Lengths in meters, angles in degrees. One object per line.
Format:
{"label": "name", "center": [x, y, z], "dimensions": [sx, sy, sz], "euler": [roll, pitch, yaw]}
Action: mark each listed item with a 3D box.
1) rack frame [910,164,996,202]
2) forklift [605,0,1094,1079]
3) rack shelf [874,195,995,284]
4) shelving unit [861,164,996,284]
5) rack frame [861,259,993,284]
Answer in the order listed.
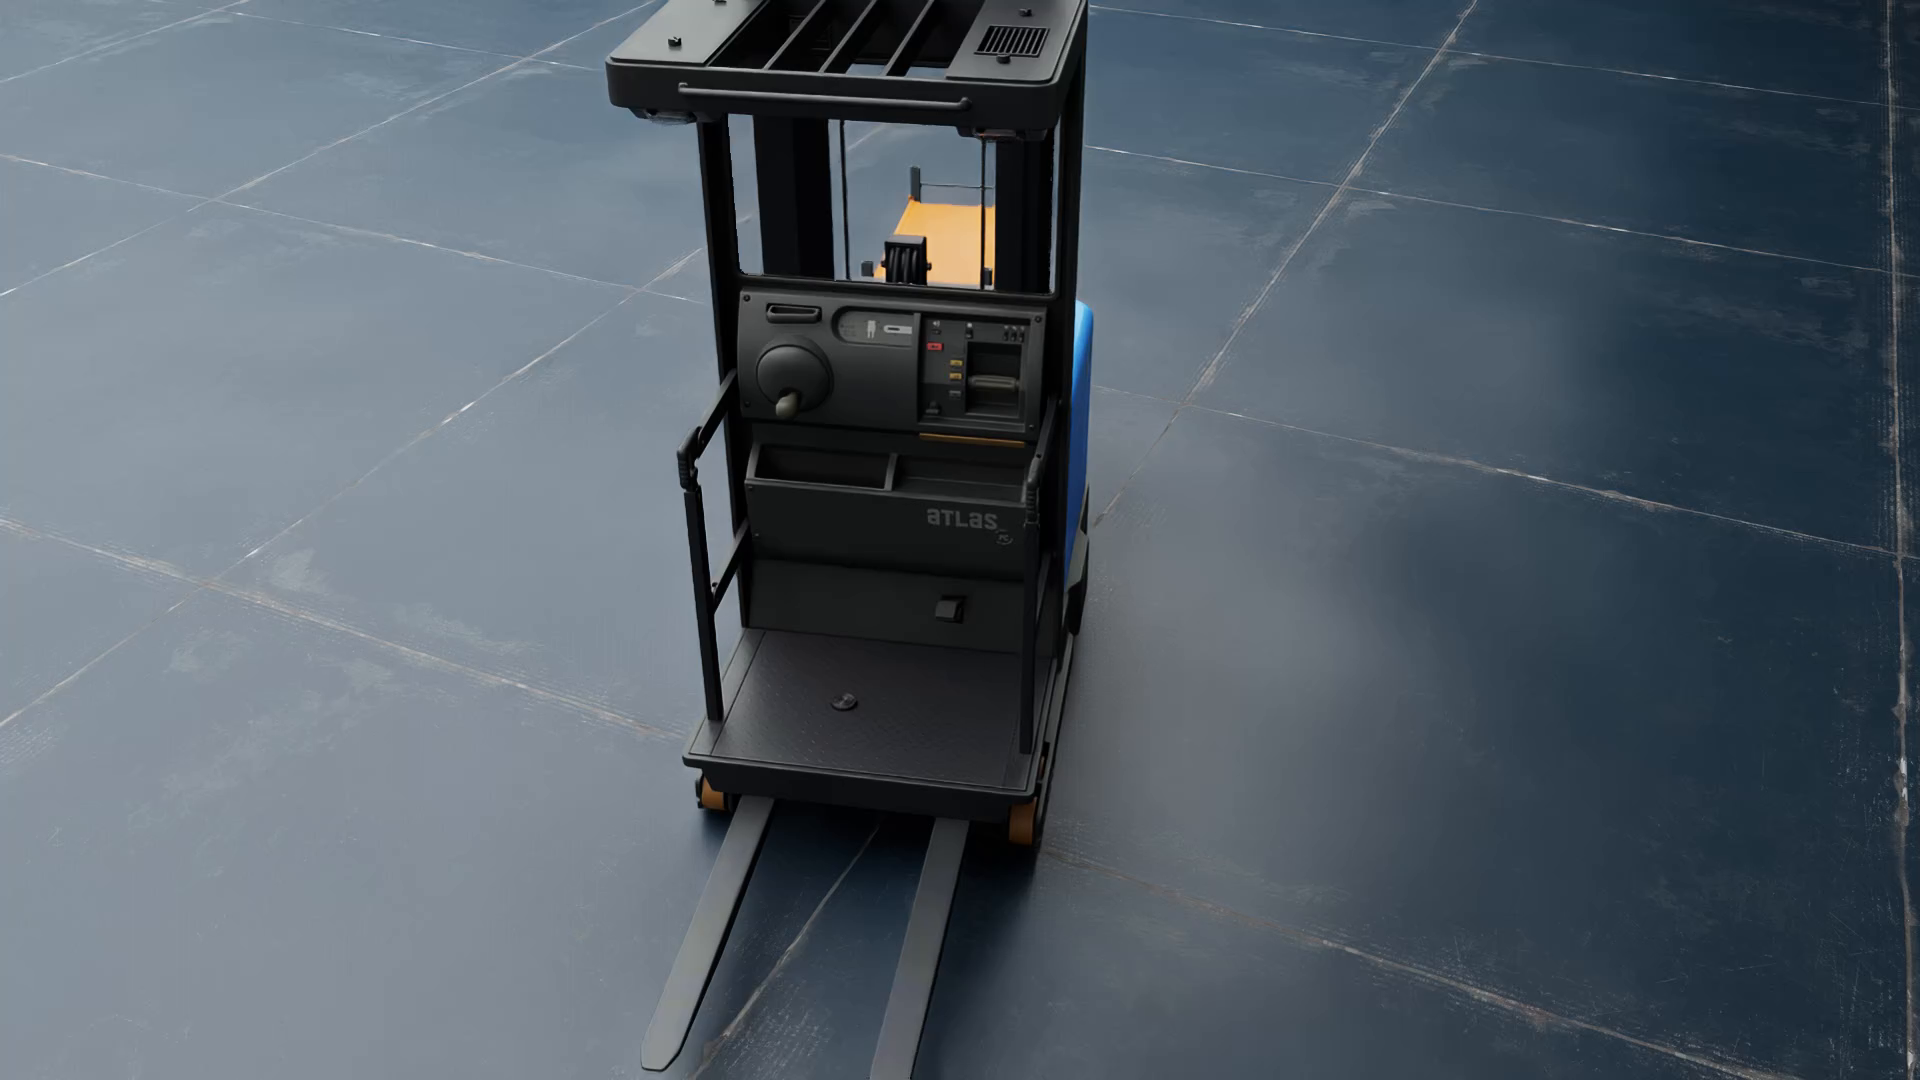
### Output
{"label": "rack frame", "center": [0.035, -1.122, 7.436], "dimensions": [0.500, 1.125, 0.032], "euler": [5, 34, 8]}
{"label": "forklift", "center": [-0.242, -0.471, 4.796], "dimensions": [1.130, 2.935, 3.031], "euler": [5, 34, 8]}
{"label": "rack shelf", "center": [-0.045, -1.092, 6.856], "dimensions": [0.538, 0.278, 1.000], "euler": [5, 34, 8]}
{"label": "shelving unit", "center": [-0.045, -0.847, 7.016], "dimensions": [0.538, 1.125, 1.048], "euler": [5, 34, 8]}
{"label": "rack frame", "center": [-0.126, -0.572, 6.597], "dimensions": [0.500, 1.125, 0.032], "euler": [5, 34, 8]}
